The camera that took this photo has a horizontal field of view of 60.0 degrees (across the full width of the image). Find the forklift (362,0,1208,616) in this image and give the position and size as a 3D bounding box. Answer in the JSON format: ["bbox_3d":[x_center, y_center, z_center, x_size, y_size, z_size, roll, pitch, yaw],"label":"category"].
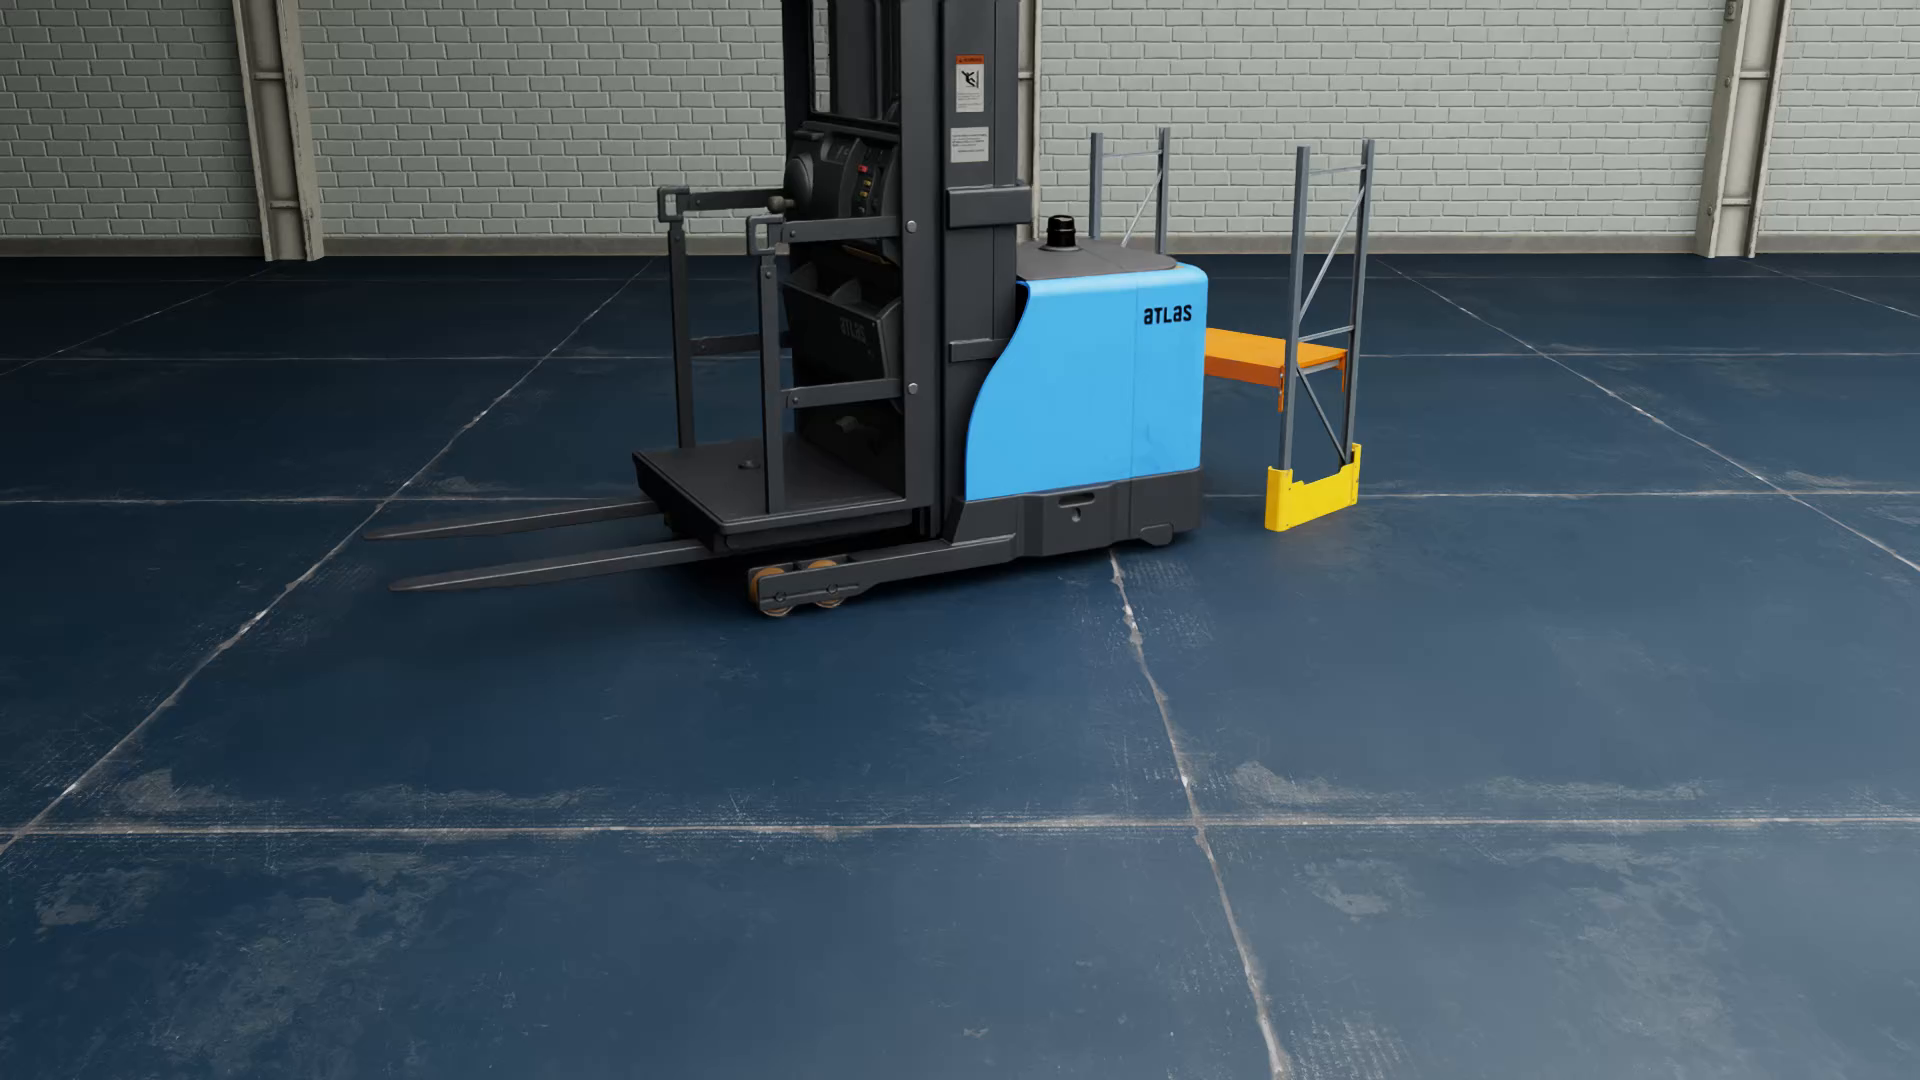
[{"bbox_3d":[-0.610,-1.316,5.853,3.031,2.935,1.130,-9,20,-25],"label":"forklift"}]

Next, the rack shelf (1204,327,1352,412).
[{"bbox_3d":[1.094,-0.756,7.038,1.000,0.185,0.538,17,24,42],"label":"rack shelf"}]

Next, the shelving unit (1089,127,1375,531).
[{"bbox_3d":[1.100,-0.925,6.977,1.083,1.500,0.587,17,24,42],"label":"shelving unit"}]

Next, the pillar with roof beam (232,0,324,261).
[{"bbox_3d":[-5.477,-5.322,8.405,0.400,9.000,9.100,0,18,-1],"label":"pillar with roof beam"}]

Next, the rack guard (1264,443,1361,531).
[{"bbox_3d":[1.454,-0.223,6.834,0.087,0.250,0.587,17,24,42],"label":"rack guard"}]

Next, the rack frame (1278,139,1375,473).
[{"bbox_3d":[1.455,-0.818,6.642,0.032,1.500,0.500,17,24,42],"label":"rack frame"}]

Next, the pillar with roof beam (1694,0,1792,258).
[{"bbox_3d":[6.521,-5.380,8.585,0.400,9.000,9.100,0,18,-1],"label":"pillar with roof beam"}]

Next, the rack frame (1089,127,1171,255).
[{"bbox_3d":[0.732,-1.037,7.324,0.032,1.500,0.500,17,24,42],"label":"rack frame"}]

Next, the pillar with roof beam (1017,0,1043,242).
[{"bbox_3d":[0.522,-5.351,8.495,0.400,9.000,9.100,0,18,-1],"label":"pillar with roof beam"}]
